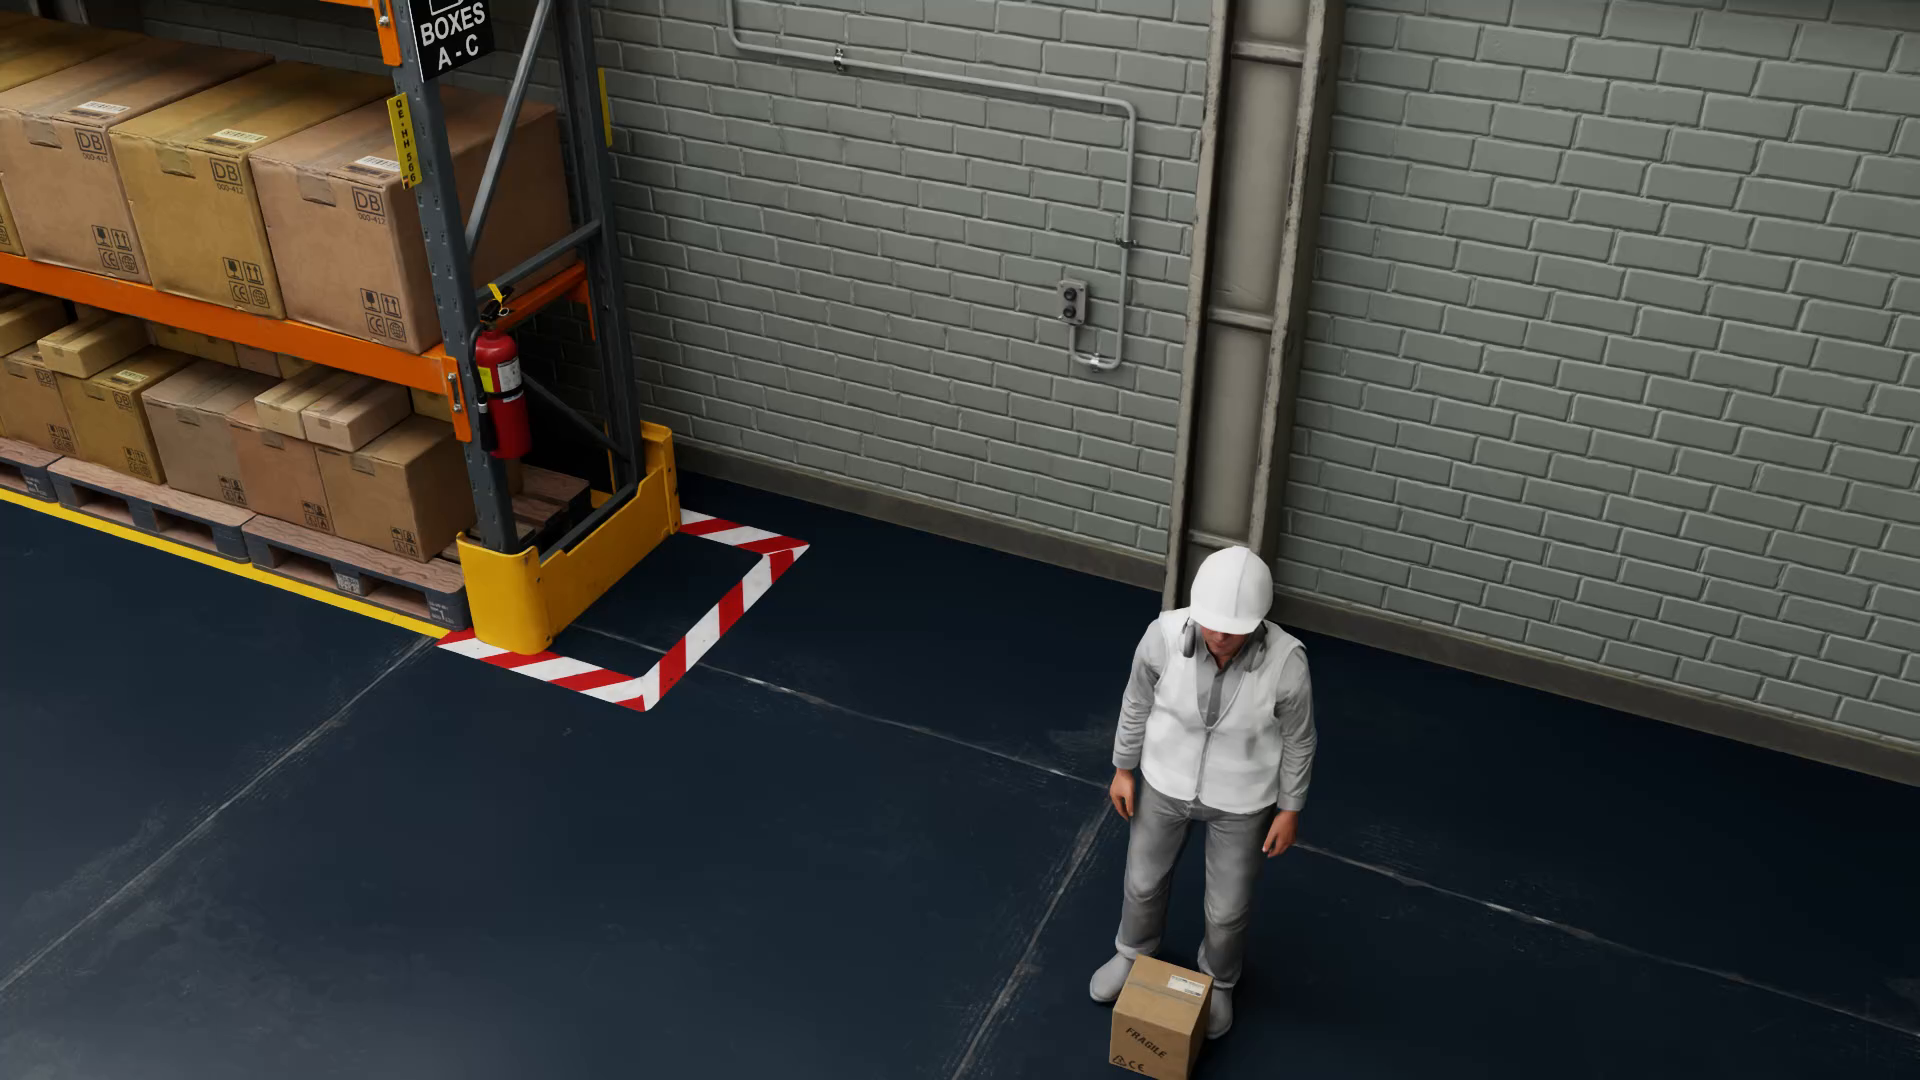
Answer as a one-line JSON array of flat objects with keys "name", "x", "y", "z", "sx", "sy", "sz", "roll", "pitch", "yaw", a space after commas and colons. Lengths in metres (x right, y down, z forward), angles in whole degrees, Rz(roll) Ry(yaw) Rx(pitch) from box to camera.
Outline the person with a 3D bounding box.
[{"name": "person", "x": 0.742, "y": 0.742, "z": 4.993, "sx": 0.594, "sy": 1.773, "sz": 0.457, "roll": 12, "pitch": 35, "yaw": 18}]
